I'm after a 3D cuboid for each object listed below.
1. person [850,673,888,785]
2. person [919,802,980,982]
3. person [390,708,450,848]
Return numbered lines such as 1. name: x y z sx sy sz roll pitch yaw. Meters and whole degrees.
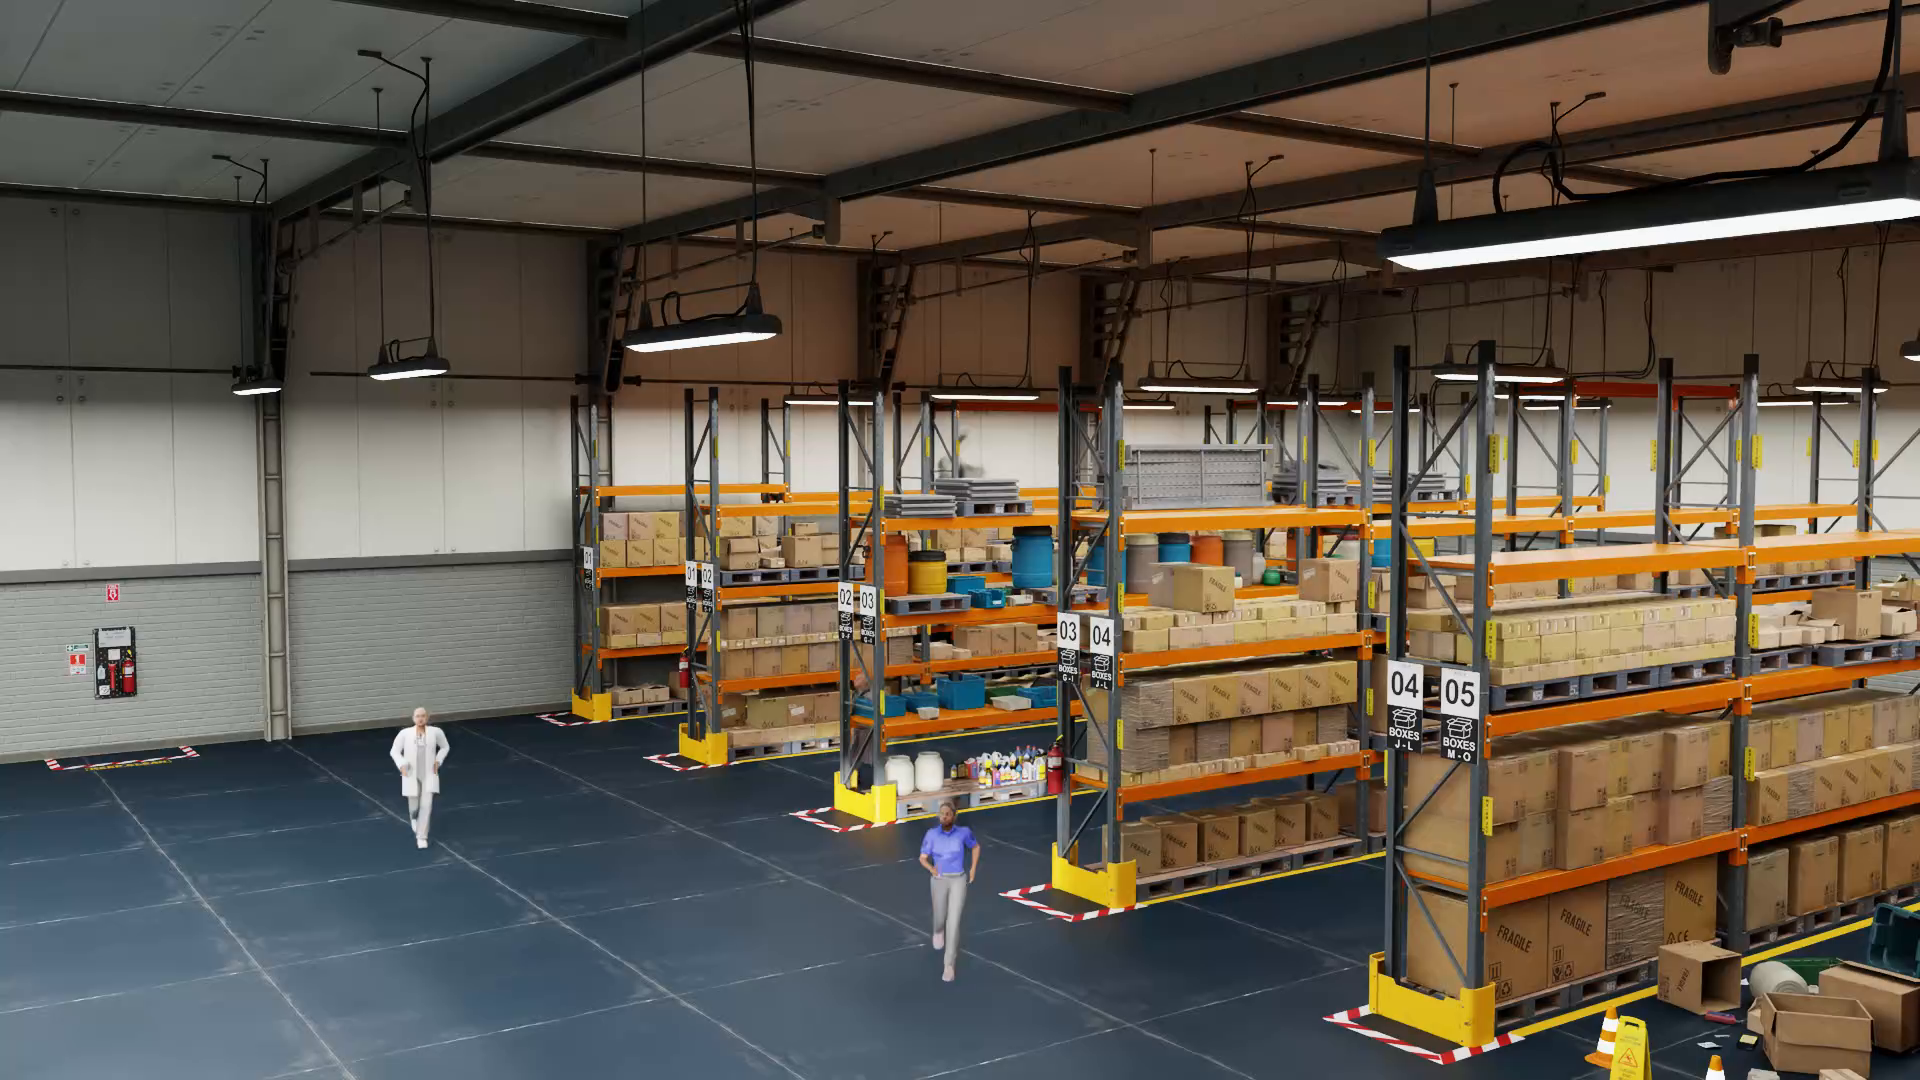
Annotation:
1. person: -1.395 2.790 24.881 0.695 1.627 0.675 -3 4 -36
2. person: -0.100 3.370 16.254 0.588 1.663 0.908 0 3 5
3. person: -6.879 3.008 21.223 0.725 1.745 0.865 -1 4 -20
